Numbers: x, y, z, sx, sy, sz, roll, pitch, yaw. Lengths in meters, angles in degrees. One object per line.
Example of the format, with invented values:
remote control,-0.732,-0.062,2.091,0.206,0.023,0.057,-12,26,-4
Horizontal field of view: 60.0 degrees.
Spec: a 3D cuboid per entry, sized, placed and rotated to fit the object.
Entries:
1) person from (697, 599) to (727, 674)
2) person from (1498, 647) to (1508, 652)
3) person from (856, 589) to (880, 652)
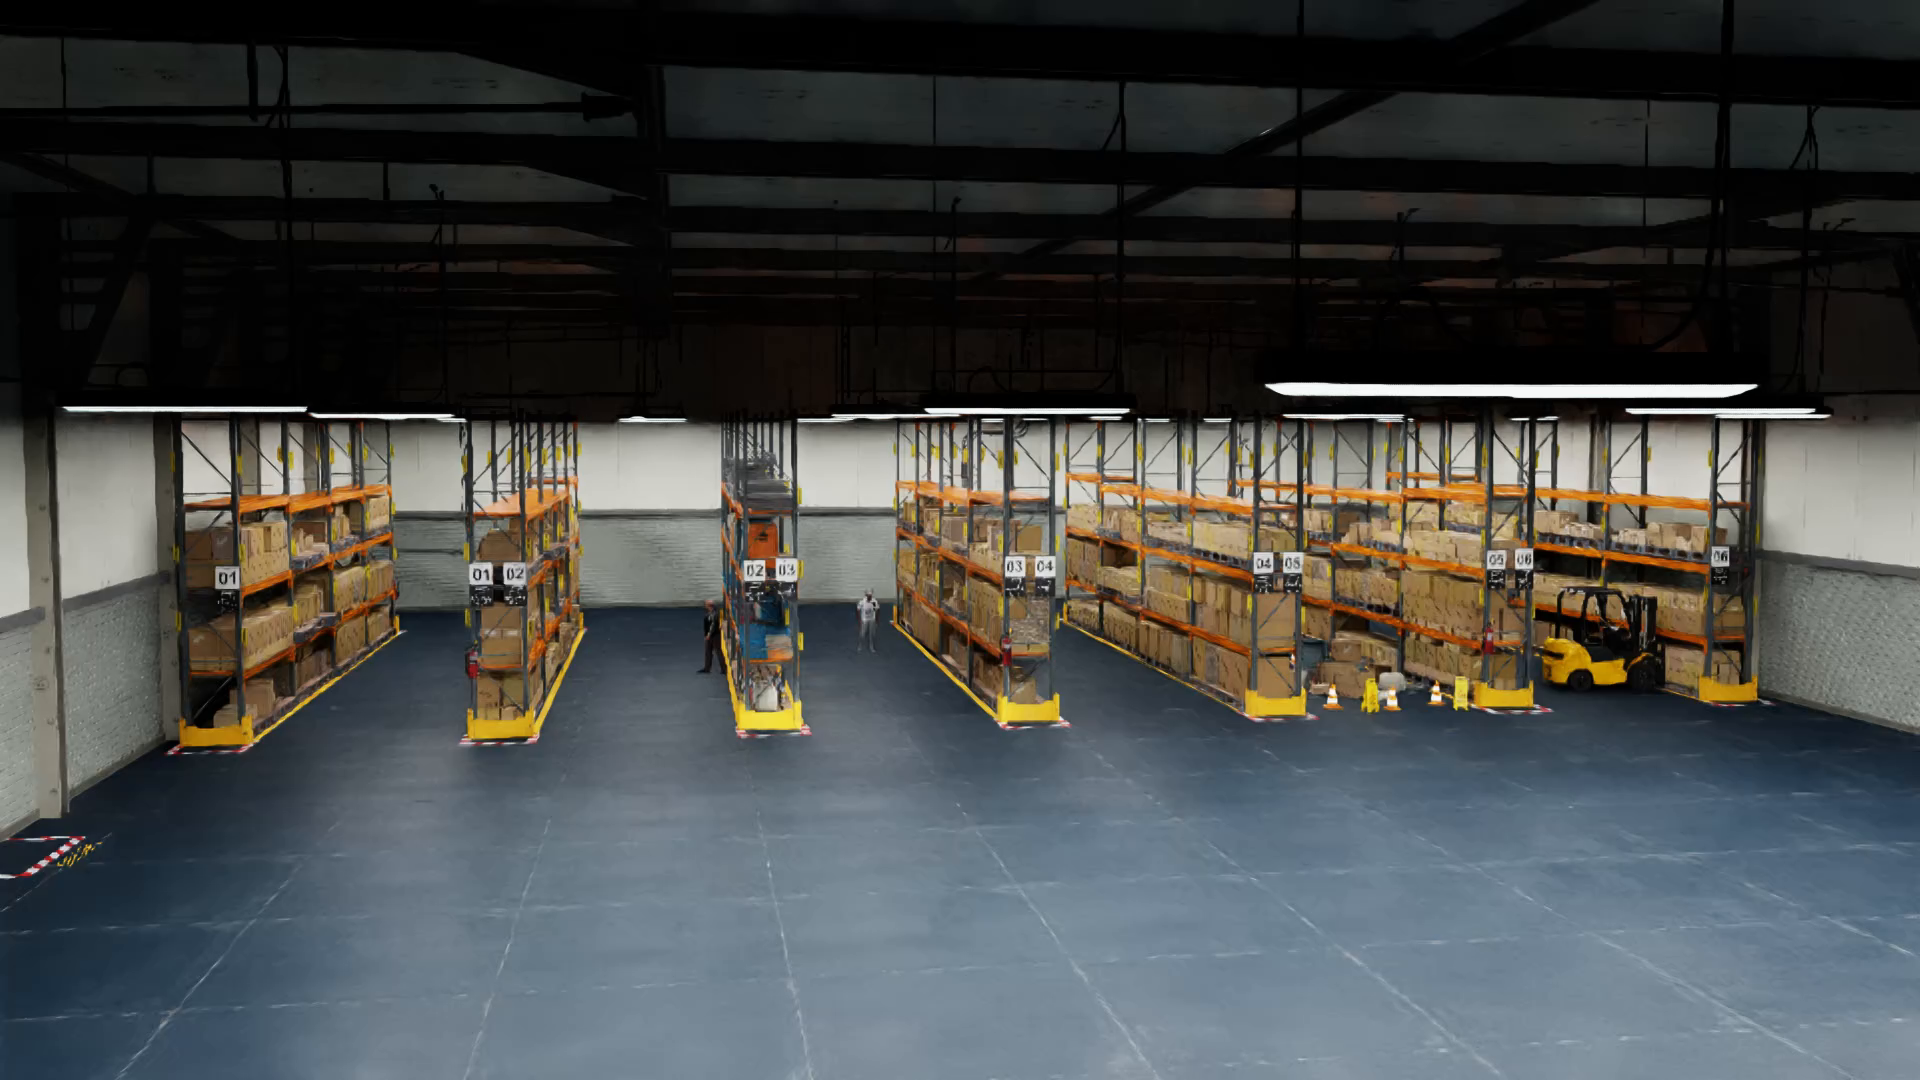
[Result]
person,-5.672,2.205,38.081,0.619,1.716,0.628,-2,4,-26
person,12.143,2.312,37.301,0.453,1.599,0.467,2,4,22
person,-2.308,2.008,41.721,0.592,1.629,0.532,-1,4,-12
